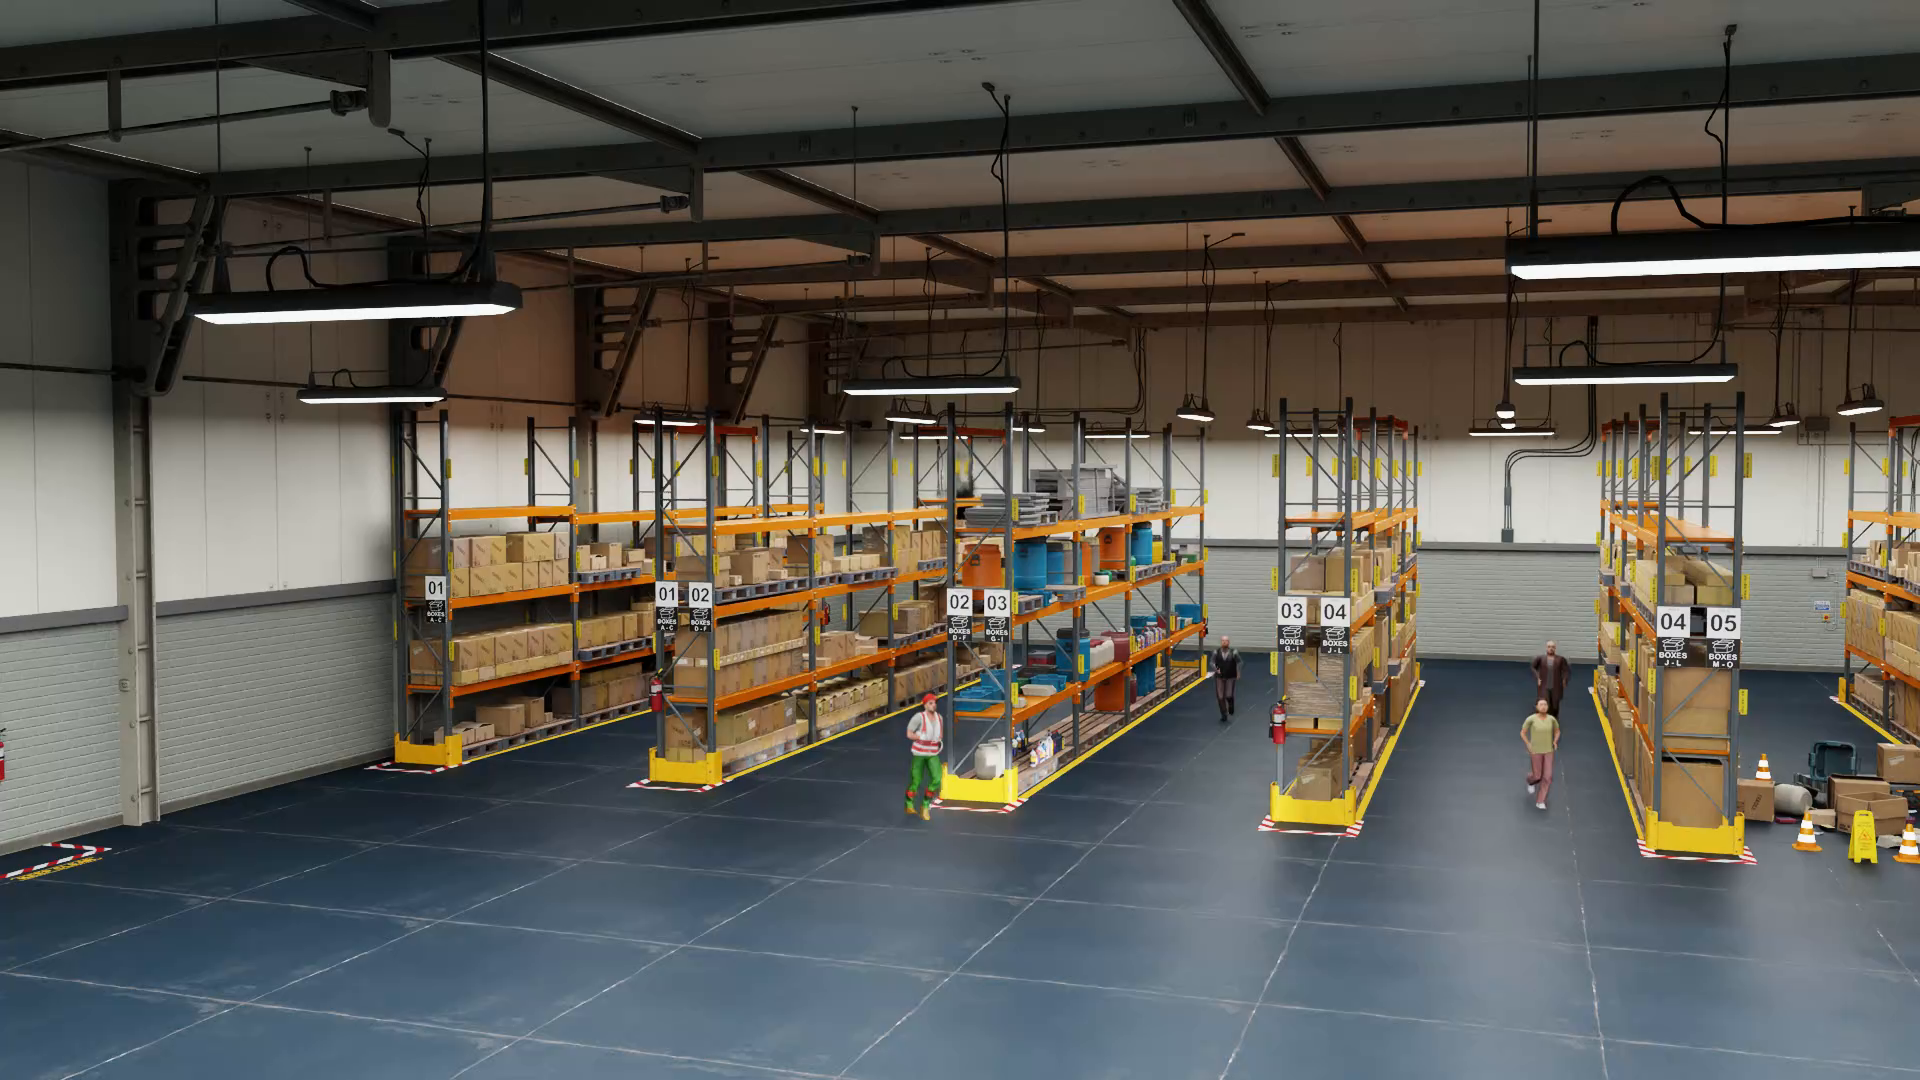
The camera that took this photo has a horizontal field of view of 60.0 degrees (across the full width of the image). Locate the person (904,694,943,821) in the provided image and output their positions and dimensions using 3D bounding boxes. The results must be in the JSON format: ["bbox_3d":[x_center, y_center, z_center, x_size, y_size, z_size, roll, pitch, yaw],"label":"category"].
[{"bbox_3d":[-0.462,3.105,23.791,0.653,1.819,0.715,-1,3,-26],"label":"person"}]

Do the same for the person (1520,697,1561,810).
[{"bbox_3d":[8.598,3.135,24.590,0.580,1.629,0.686,0,2,5],"label":"person"}]

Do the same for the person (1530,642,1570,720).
[{"bbox_3d":[11.178,2.793,31.515,0.712,1.746,0.738,1,3,20],"label":"person"}]

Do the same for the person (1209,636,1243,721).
[{"bbox_3d":[5.266,2.750,32.999,0.655,1.680,0.571,1,3,15],"label":"person"}]
